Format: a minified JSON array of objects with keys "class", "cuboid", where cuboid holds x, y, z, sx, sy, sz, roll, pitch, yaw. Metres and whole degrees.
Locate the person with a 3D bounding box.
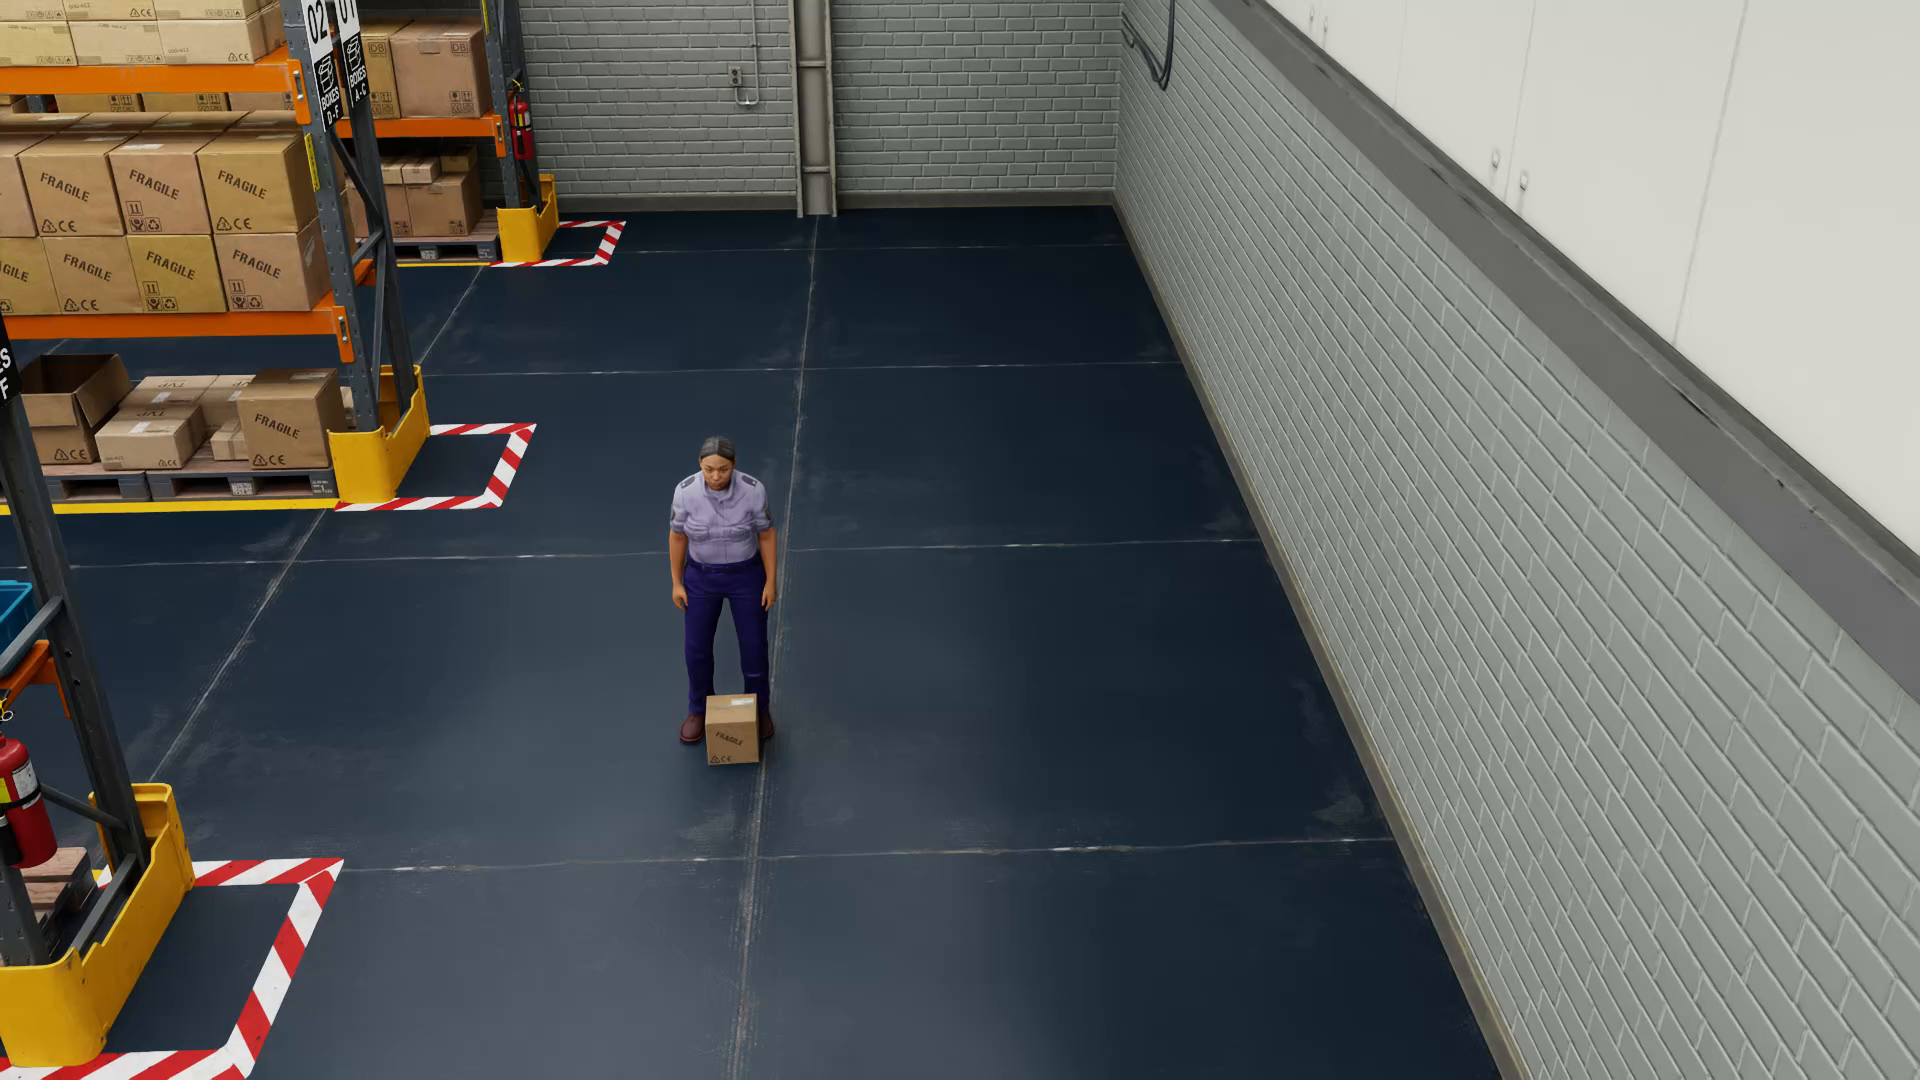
[{"class":"person","cuboid":[-1.167,0.224,8.217,0.540,1.638,0.369,-1,28,-3]}]
